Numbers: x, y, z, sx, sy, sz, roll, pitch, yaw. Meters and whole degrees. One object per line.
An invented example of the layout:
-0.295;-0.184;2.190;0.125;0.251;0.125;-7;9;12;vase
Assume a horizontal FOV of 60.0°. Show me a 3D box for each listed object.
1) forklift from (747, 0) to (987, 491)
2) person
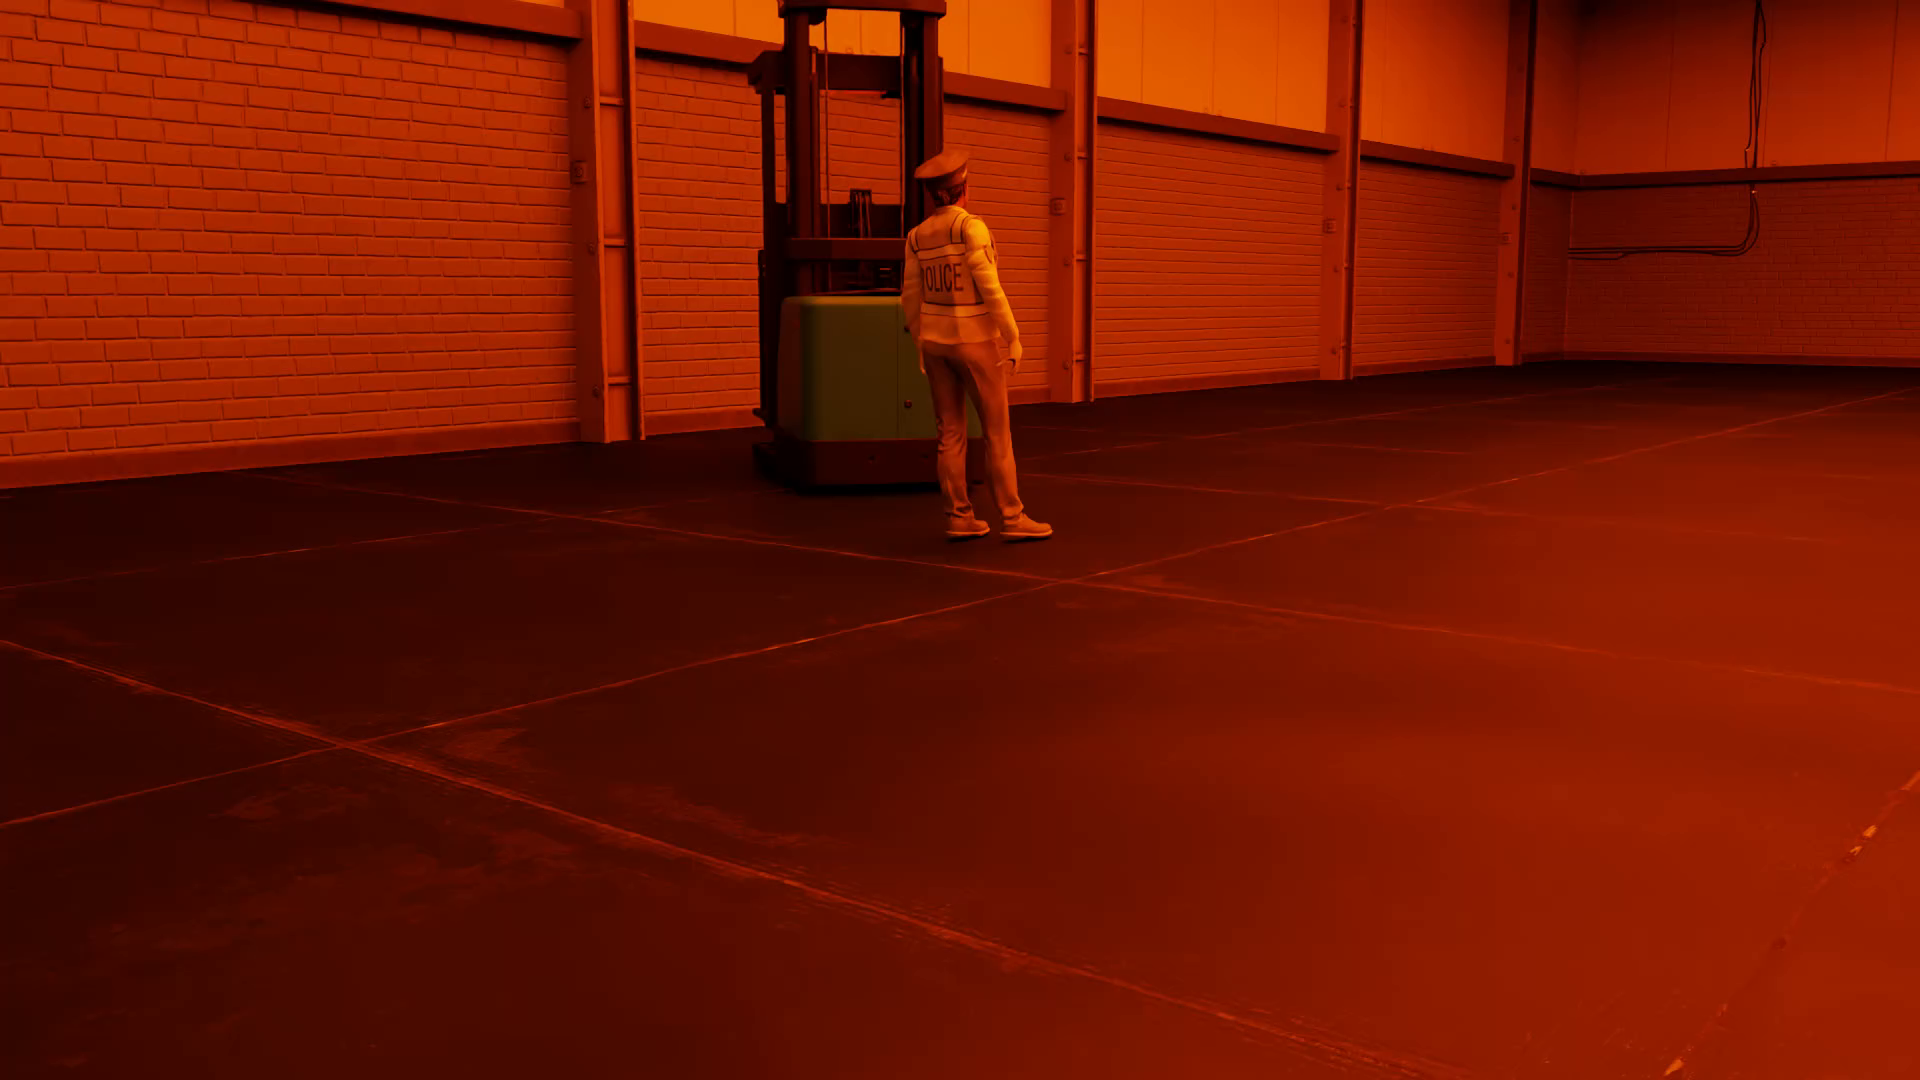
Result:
-0.700;-1.899;10.256;1.130;2.935;3.031;-2;9;-14;forklift
0.049;-0.853;7.329;0.586;1.694;0.532;7;11;38;person
